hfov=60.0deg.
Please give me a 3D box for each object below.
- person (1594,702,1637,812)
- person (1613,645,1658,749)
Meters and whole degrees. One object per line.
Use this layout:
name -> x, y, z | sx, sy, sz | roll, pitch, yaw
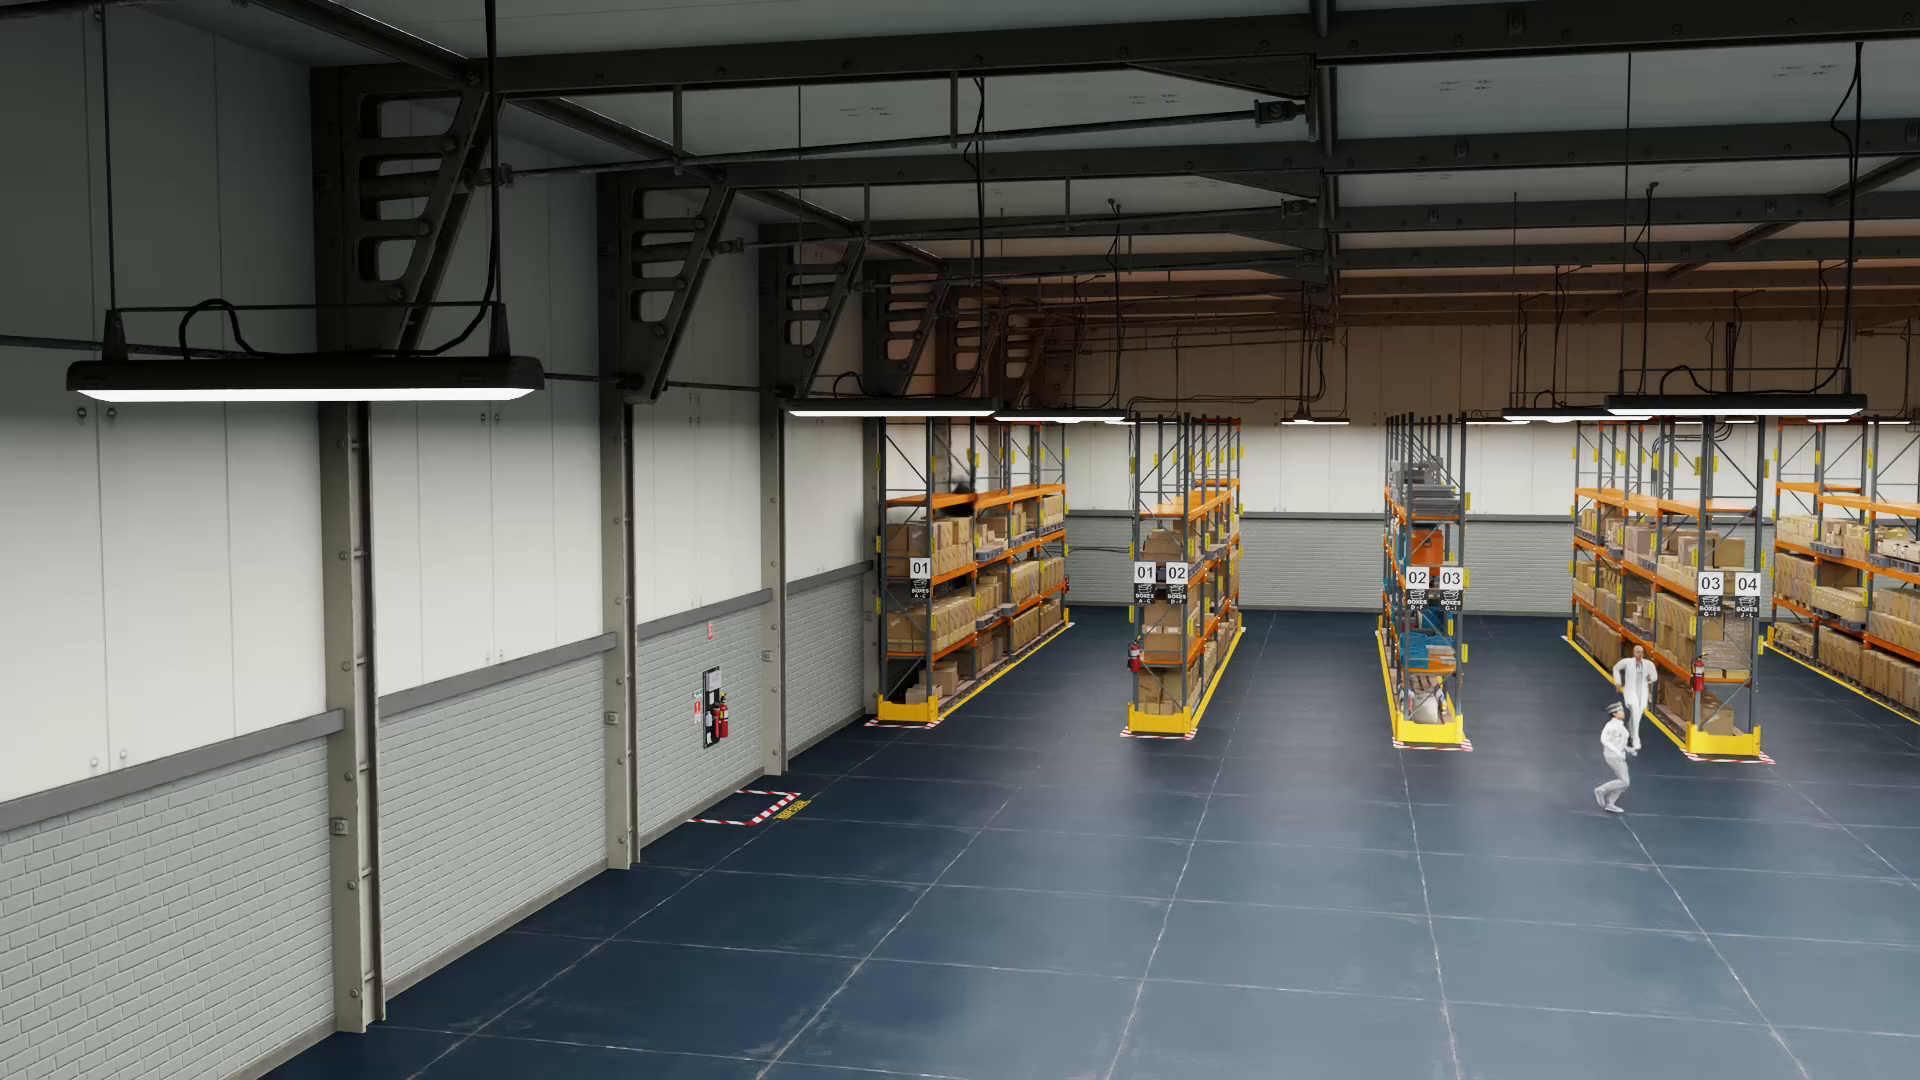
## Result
person -> 9.760, 3.222, 24.748 | 0.540, 1.647, 0.599 | 3, 5, 35
person -> 12.170, 2.807, 29.933 | 0.666, 1.847, 0.937 | 0, 4, 0
